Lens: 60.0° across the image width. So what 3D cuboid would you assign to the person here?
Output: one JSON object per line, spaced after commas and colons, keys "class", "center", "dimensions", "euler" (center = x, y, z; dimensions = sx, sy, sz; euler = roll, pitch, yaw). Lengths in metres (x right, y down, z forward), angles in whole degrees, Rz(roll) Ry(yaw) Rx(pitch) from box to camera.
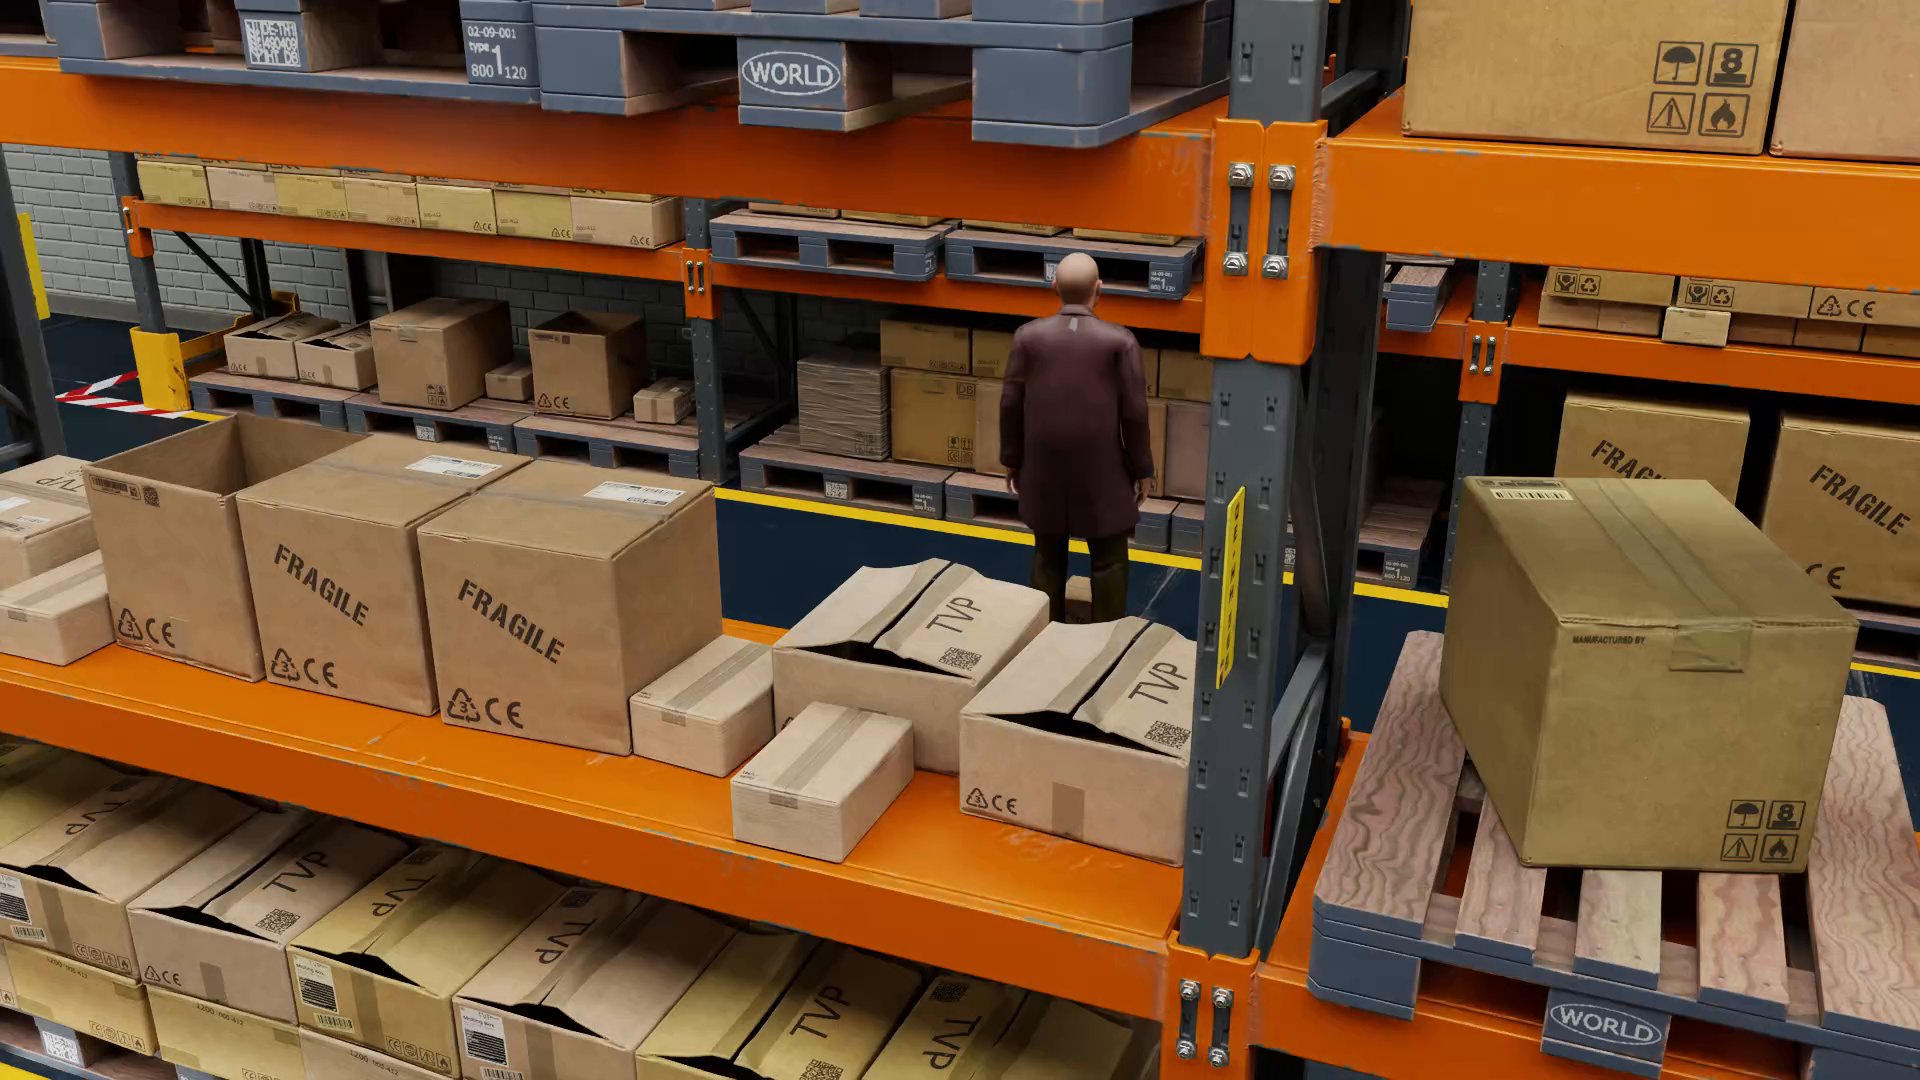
{"class": "person", "center": [0.474, -0.288, 6.823], "dimensions": [0.649, 1.772, 0.429], "euler": [7, 23, 17]}
